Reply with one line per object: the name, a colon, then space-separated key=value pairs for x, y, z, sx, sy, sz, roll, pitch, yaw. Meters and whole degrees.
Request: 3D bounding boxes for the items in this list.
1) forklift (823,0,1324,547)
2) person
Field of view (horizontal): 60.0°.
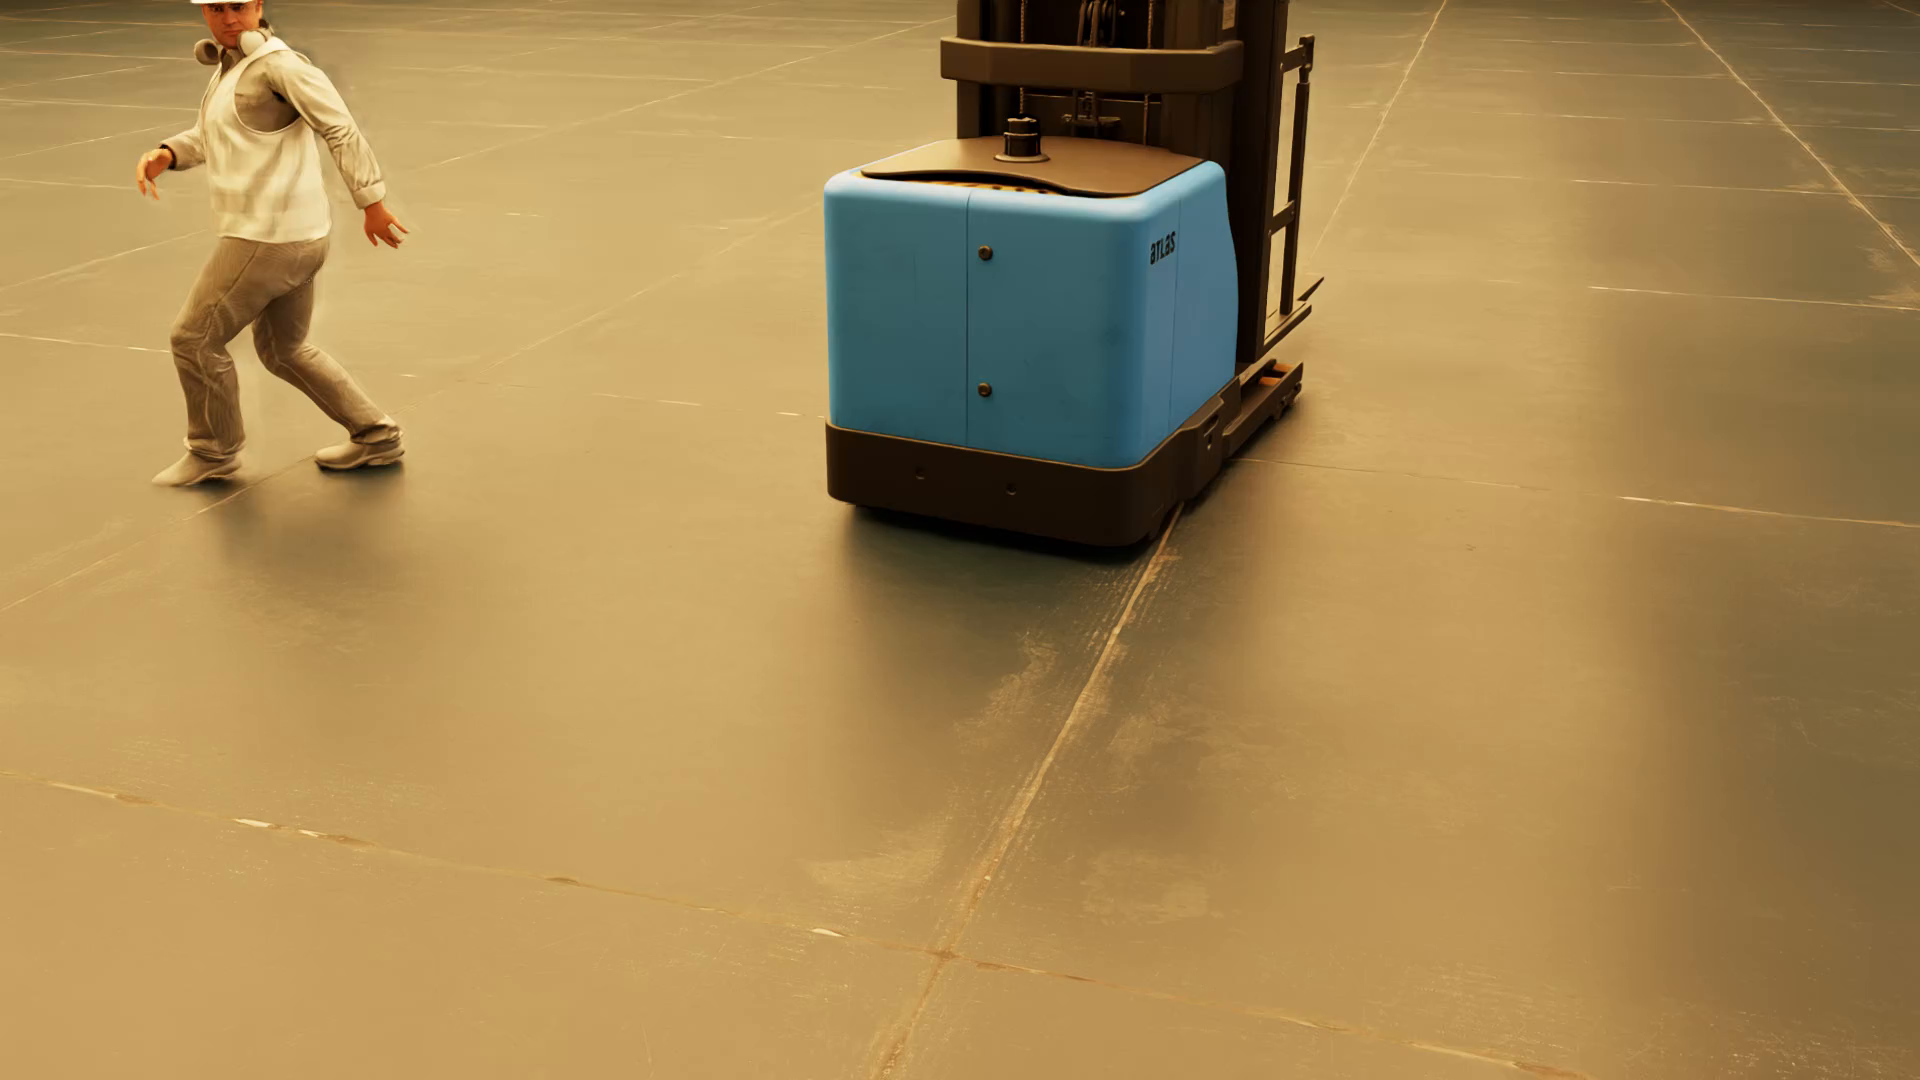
forklift: x=0.664 y=-1.862 z=5.789 sx=1.130 sy=2.935 sz=3.031 roll=10 pitch=25 yaw=23
person: x=-2.262 y=-1.005 z=5.372 sx=0.939 sy=1.722 sz=0.556 roll=-6 pitch=23 yaw=-13
